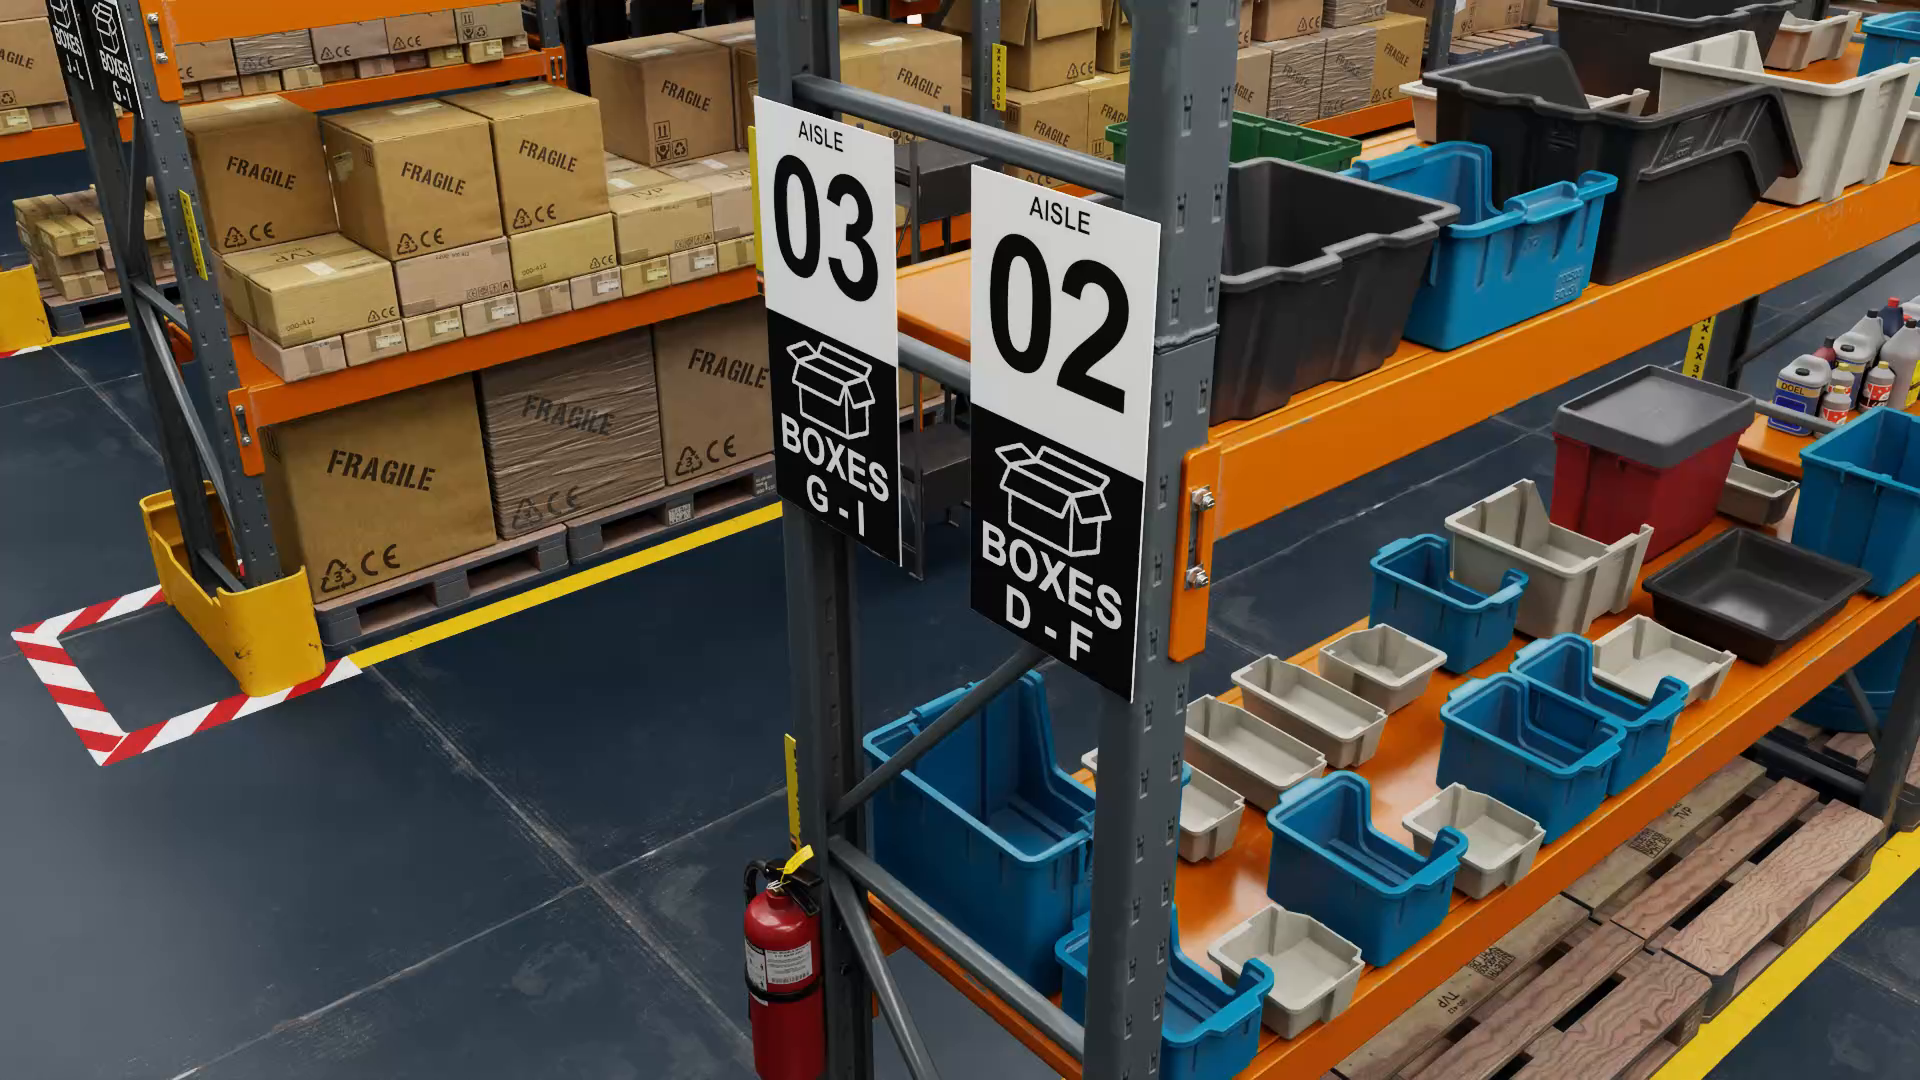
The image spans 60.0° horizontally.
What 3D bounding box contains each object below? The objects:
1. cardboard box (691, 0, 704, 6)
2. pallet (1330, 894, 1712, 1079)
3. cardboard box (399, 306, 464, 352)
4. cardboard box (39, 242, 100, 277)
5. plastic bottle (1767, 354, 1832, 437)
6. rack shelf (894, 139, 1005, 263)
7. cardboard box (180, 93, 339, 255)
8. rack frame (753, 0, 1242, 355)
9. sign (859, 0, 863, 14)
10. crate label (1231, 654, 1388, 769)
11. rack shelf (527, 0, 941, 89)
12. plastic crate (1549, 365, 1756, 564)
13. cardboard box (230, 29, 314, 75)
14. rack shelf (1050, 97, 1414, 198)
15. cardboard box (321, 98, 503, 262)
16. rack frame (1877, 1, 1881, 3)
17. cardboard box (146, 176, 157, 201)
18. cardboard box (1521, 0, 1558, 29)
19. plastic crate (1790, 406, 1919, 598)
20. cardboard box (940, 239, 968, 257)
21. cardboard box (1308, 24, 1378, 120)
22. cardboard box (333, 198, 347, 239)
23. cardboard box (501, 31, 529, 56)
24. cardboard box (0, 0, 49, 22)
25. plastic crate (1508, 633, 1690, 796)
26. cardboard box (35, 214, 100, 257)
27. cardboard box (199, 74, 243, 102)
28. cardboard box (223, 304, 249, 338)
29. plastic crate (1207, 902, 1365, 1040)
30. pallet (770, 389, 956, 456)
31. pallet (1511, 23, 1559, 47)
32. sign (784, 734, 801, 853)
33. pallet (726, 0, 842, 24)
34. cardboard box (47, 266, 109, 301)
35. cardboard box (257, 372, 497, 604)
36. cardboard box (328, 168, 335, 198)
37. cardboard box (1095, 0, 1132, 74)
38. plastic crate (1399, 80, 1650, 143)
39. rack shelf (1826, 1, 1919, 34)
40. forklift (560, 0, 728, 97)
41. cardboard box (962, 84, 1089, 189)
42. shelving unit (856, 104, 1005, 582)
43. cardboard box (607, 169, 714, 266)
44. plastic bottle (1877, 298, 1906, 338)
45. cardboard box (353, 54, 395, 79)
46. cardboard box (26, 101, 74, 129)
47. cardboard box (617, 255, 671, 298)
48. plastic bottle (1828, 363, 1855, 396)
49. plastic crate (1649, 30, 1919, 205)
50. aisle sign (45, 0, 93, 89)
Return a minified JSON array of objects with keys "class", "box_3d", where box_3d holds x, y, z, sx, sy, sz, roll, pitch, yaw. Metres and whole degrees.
[{"class":"cardboard box","box_3d":[-2.116,-4.217,12.779,0.250,0.149,0.380,-21,35,-34]},{"class":"pallet","box_3d":[1.589,1.481,5.255,1.213,0.211,1.003,-22,35,-35]},{"class":"cardboard box","box_3d":[-2.333,-0.952,7.116,0.250,0.149,0.380,-23,36,-36]},{"class":"cardboard box","box_3d":[-5.783,-1.852,10.797,0.250,0.149,0.380,-20,34,-33]},{"class":"plastic bottle","box_3d":[3.142,-0.545,6.219,0.135,0.276,0.152,-22,35,-35]},{"class":"rack shelf","box_3d":[-0.126,-1.481,7.337,0.480,0.518,0.431,-22,35,-35]},{"class":"cardboard box","box_3d":[-3.006,-1.555,7.024,0.500,0.500,0.500,-21,35,-34]},{"class":"rack frame","box_3d":[0.009,-1.785,2.043,0.127,3.000,1.000,-22,35,-35]},{"class":"sign","box_3d":[-0.523,-2.806,9.175,0.005,0.325,0.100,-22,35,-35]},{"class":"crate label","box_3d":[0.938,0.458,4.426,0.243,0.136,0.396,-22,35,-35]},{"class":"rack shelf","box_3d":[-1.784,-4.243,13.771,4.000,0.370,1.077,-22,35,-35]},{"class":"plastic crate","box_3d":[2.210,-0.235,5.375,0.583,0.464,0.402,-22,35,-35]},{"class":"cardboard box","box_3d":[-4.672,-3.415,11.036,0.500,0.500,0.500,-23,36,-36]},{"class":"rack shelf","box_3d":[1.359,-2.434,10.385,4.000,0.370,1.077,-22,35,-35]},{"class":"cardboard box","box_3d":[-2.285,-1.514,6.949,0.500,0.500,0.500,-23,36,-36]},{"class":"rack frame","box_3d":[8.966,-5.810,15.940,0.127,3.000,1.000,-22,35,-35]},{"class":"cardboard box","box_3d":[-5.529,-2.405,11.517,0.250,0.149,0.380,-24,36,-37]},{"class":"cardboard box","box_3d":[4.304,-3.912,12.102,0.500,0.250,0.500,-23,36,-36]},{"class":"plastic crate","box_3d":[2.918,-0.118,5.241,0.575,0.384,0.392,-22,35,-35]},{"class":"cardboard box","box_3d":[0.311,-1.590,9.852,0.875,0.875,1.225,-22,35,-35]},{"class":"cardboard box","box_3d":[2.282,-3.017,10.606,0.500,0.500,0.500,-22,35,-35]},{"class":"cardboard box","box_3d":[-2.623,-1.379,7.491,0.500,0.250,0.500,-23,35,-36]},{"class":"cardboard box","box_3d":[-3.371,-3.666,12.195,0.250,0.149,0.380,-22,35,-35]},{"class":"cardboard box","box_3d":[-5.834,-3.383,9.916,0.500,0.500,0.500,-22,35,-35]},{"class":"plastic crate","box_3d":[1.640,0.456,4.329,0.300,0.233,0.416,-22,35,-35]},{"class":"cardboard box","box_3d":[-5.729,-1.954,10.671,0.250,0.149,0.380,-24,36,-37]},{"class":"cardboard box","box_3d":[-4.946,-3.019,10.984,0.250,0.149,0.380,-23,36,-36]},{"class":"cardboard box","box_3d":[-3.149,-1.032,7.265,0.250,0.149,0.380,-21,35,-34]},{"class":"plastic crate","box_3d":[0.708,0.924,3.554,0.298,0.136,0.250,-22,35,-35]},{"class":"pallet","box_3d":[-0.792,-0.705,9.345,1.213,0.211,1.003,-22,35,-35]},{"class":"pallet","box_3d":[4.359,-3.898,12.566,1.213,0.211,1.003,-22,35,-35]},{"class":"sign","box_3d":[-0.361,0.596,3.779,0.005,0.325,0.100,-22,35,-35]},{"class":"pallet","box_3d":[-1.742,-4.467,13.630,1.213,0.211,1.003,-22,35,-35]},{"class":"cardboard box","box_3d":[-5.742,-1.698,10.824,0.250,0.149,0.380,-21,35,-34]},{"class":"cardboard box","box_3d":[-2.771,-0.388,7.602,0.875,0.875,0.875,-22,35,-35]},{"class":"cardboard box","box_3d":[-4.352,-2.511,11.715,0.250,0.149,0.380,-23,36,-37]},{"class":"cardboard box","box_3d":[0.847,-3.030,9.567,0.637,0.503,0.797,-21,35,-34]},{"class":"plastic crate","box_3d":[1.420,-1.067,4.162,0.530,0.136,0.437,-22,35,-35]},{"class":"rack shelf","box_3d":[4.573,-1.981,6.355,4.000,0.370,1.077,-22,35,-35]},{"class":"forklift","box_3d":[-1.547,-2.692,10.178,3.031,2.935,1.130,-24,37,-38]},{"class":"cardboard box","box_3d":[0.349,-2.234,9.142,0.500,0.500,0.500,-22,35,-35]},{"class":"shelving unit","box_3d":[-0.126,-0.875,7.660,0.503,2.100,0.431,-22,35,-35]},{"class":"cardboard box","box_3d":[-1.496,-1.506,7.729,0.500,0.250,0.500,-23,36,-36]},{"class":"plastic bottle","box_3d":[3.679,-0.797,6.610,0.185,0.351,0.144,-22,35,-35]},{"class":"cardboard box","box_3d":[-4.137,-3.324,11.555,0.250,0.149,0.380,-24,36,-37]},{"class":"cardboard box","box_3d":[-5.722,-2.688,10.365,0.250,0.149,0.380,-20,34,-33]},{"class":"cardboard box","box_3d":[-1.552,-1.266,7.703,0.250,0.149,0.380,-23,36,-36]},{"class":"plastic bottle","box_3d":[3.353,-0.576,6.357,0.097,0.201,0.097,0,28,0]},{"class":"plastic crate","box_3d":[1.895,-0.978,3.840,0.530,0.282,0.437,-22,35,-35]},{"class":"aisle sign","box_3d":[-3.455,-2.148,6.328,0.004,0.787,0.394,-22,35,-35]}]
